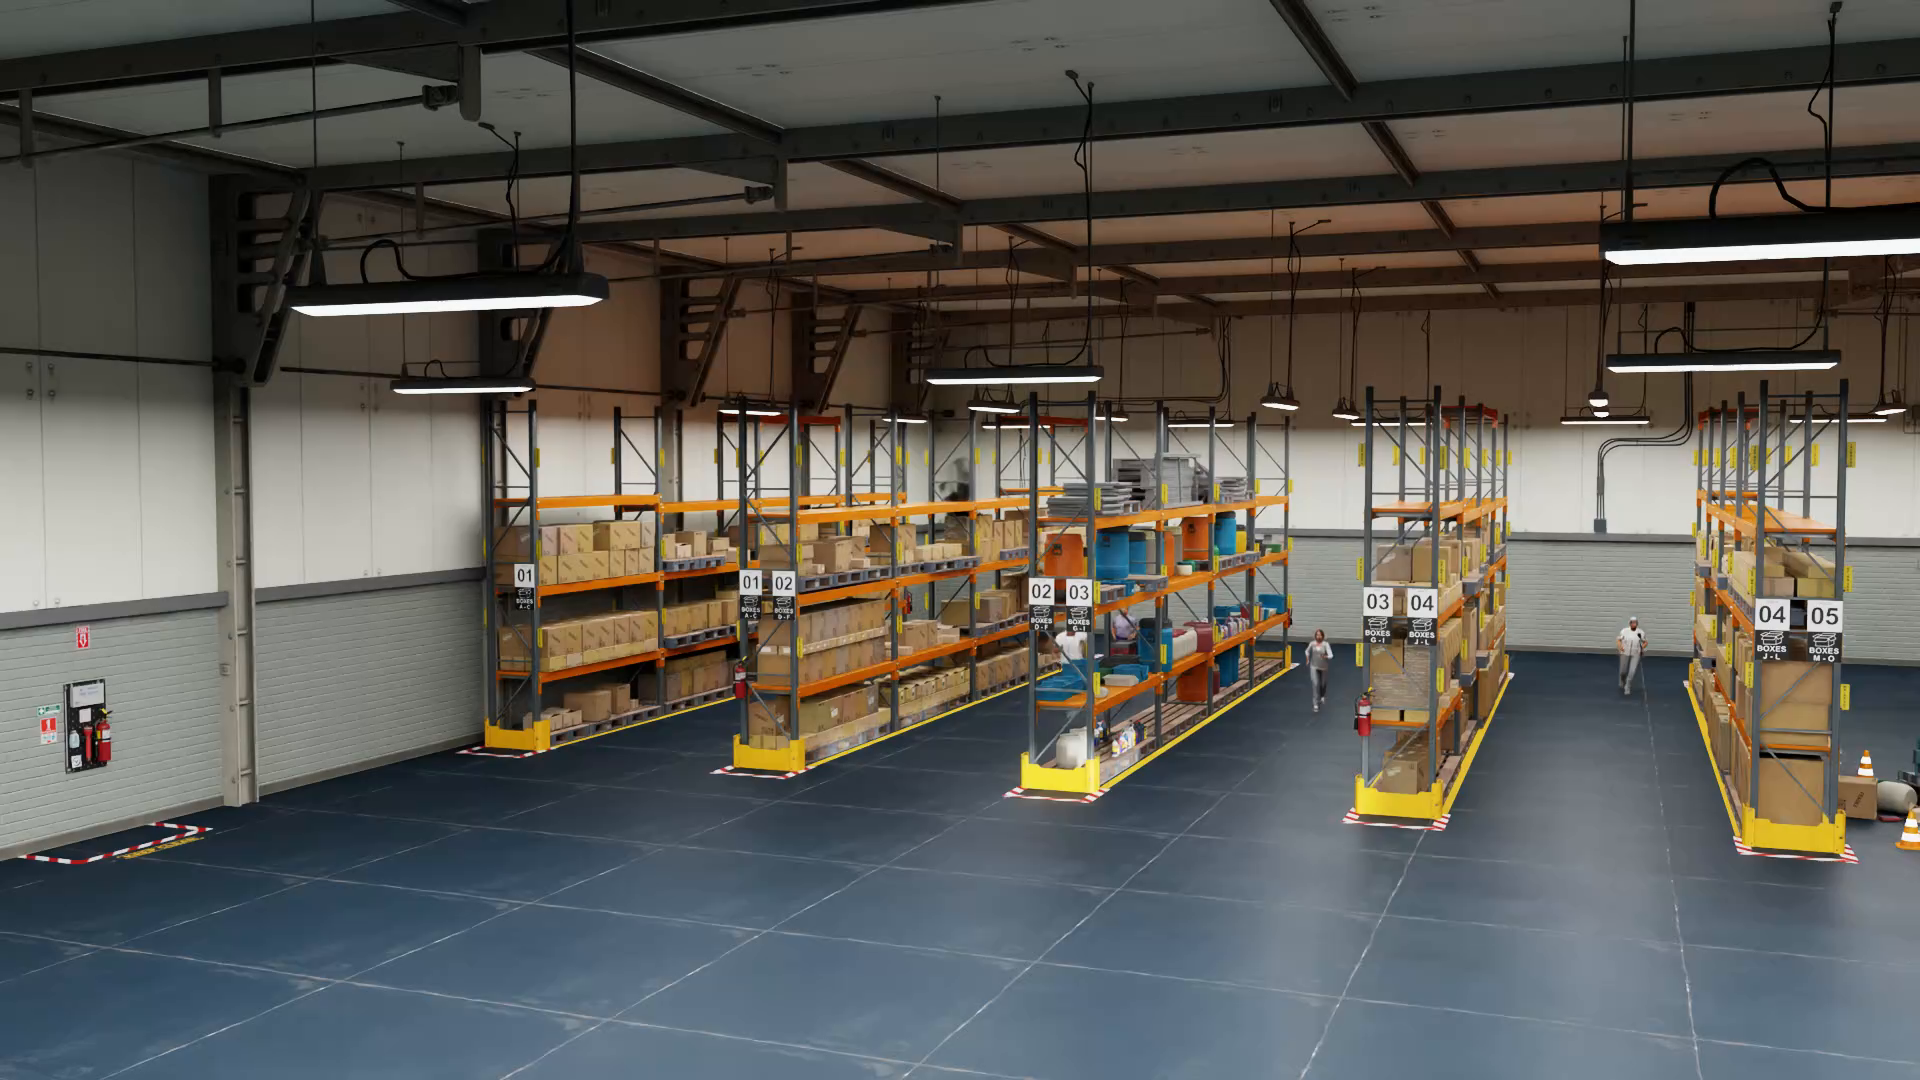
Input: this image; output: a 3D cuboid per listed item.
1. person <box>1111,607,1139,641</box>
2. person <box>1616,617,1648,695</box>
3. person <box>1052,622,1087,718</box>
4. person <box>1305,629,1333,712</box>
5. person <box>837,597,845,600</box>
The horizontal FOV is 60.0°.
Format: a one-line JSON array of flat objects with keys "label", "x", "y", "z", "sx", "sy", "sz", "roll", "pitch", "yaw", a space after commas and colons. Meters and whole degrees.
[{"label": "person", "x": 3.459, "y": 2.183, "z": 35.102, "sx": 0.614, "sy": 1.646, "sz": 0.532, "roll": 1, "pitch": 3, "yaw": 17}, {"label": "person", "x": 14.314, "y": 2.456, "z": 35.425, "sx": 0.623, "sy": 1.643, "sz": 0.669, "roll": 1, "pitch": 3, "yaw": 23}, {"label": "person", "x": 2.056, "y": 2.339, "z": 30.838, "sx": 0.676, "sy": 1.824, "sz": 0.763, "roll": 1, "pitch": 3, "yaw": 24}, {"label": "person", "x": 7.105, "y": 2.560, "z": 32.933, "sx": 0.537, "sy": 1.585, "sz": 0.893, "roll": 1, "pitch": 3, "yaw": 12}, {"label": "person", "x": -2.549, "y": 2.100, "z": 35.481, "sx": 0.717, "sy": 1.795, "sz": 0.644, "roll": 1, "pitch": 3, "yaw": 14}]
